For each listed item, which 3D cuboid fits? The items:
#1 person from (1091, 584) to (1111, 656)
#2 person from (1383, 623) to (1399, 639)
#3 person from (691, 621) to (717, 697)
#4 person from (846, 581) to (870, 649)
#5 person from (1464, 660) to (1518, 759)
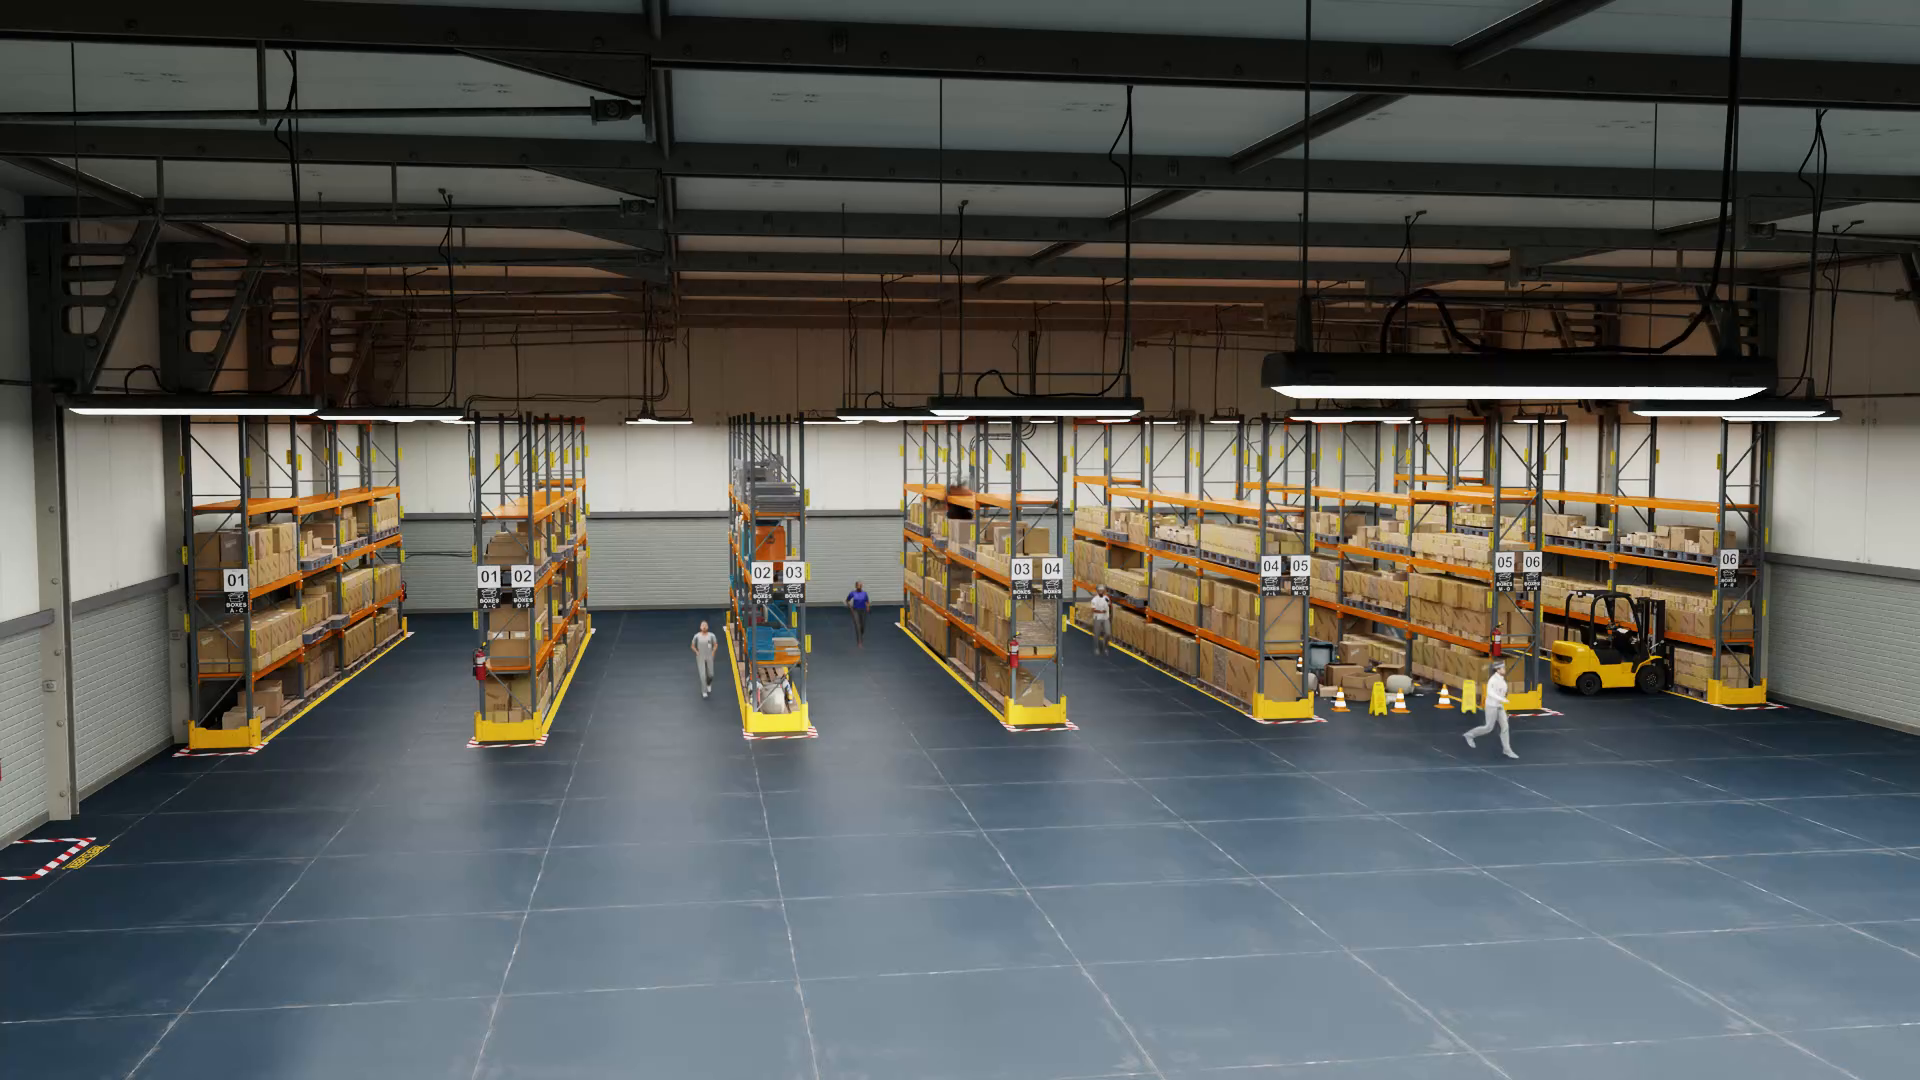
[{"bbox_3d":[3.398,1.914,39.547,0.569,1.727,0.650,-1,4,-15],"label":"person"},{"bbox_3d":[11.286,1.989,43.565,0.546,1.562,0.496,-1,4,-16],"label":"person"},{"bbox_3d":[-5.412,2.513,35.232,0.557,1.621,0.585,-1,4,-13],"label":"person"},{"bbox_3d":[-2.501,1.841,41.067,0.578,1.657,0.716,-1,4,-17],"label":"person"},{"bbox_3d":[9.286,2.915,28.980,0.964,1.690,0.638,3,5,36],"label":"person"}]
